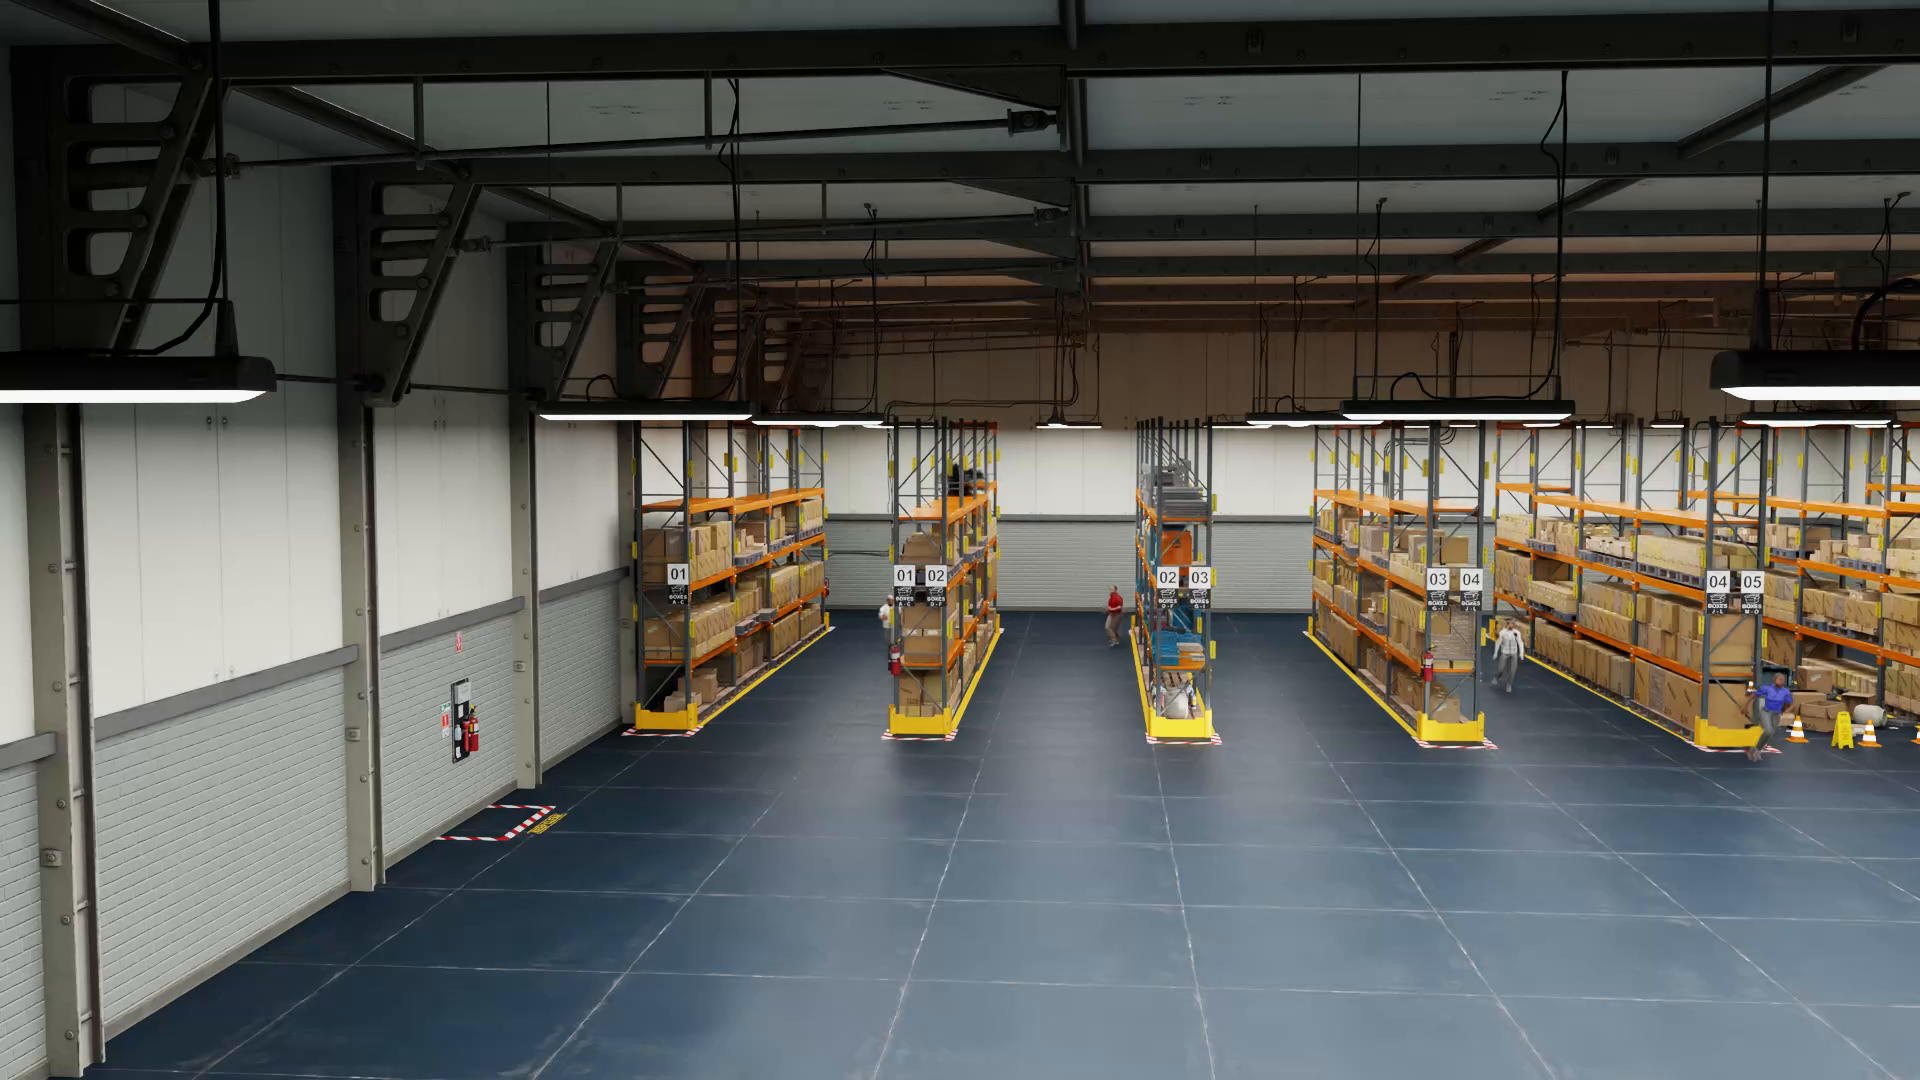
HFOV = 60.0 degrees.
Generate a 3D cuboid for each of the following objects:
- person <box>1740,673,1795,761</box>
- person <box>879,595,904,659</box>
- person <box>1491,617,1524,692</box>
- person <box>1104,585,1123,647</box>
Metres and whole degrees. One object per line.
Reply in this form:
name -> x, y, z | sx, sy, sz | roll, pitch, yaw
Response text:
person -> 14.035, 3.076, 28.789 | 0.743, 1.568, 0.679 | 0, 4, -4
person -> -1.710, 2.213, 41.123 | 0.555, 1.715, 0.839 | 1, 4, 12
person -> 12.083, 2.504, 36.677 | 0.647, 1.654, 0.636 | 1, 4, 12
person -> 4.147, 2.028, 44.372 | 0.695, 1.671, 0.796 | -3, 5, -37
